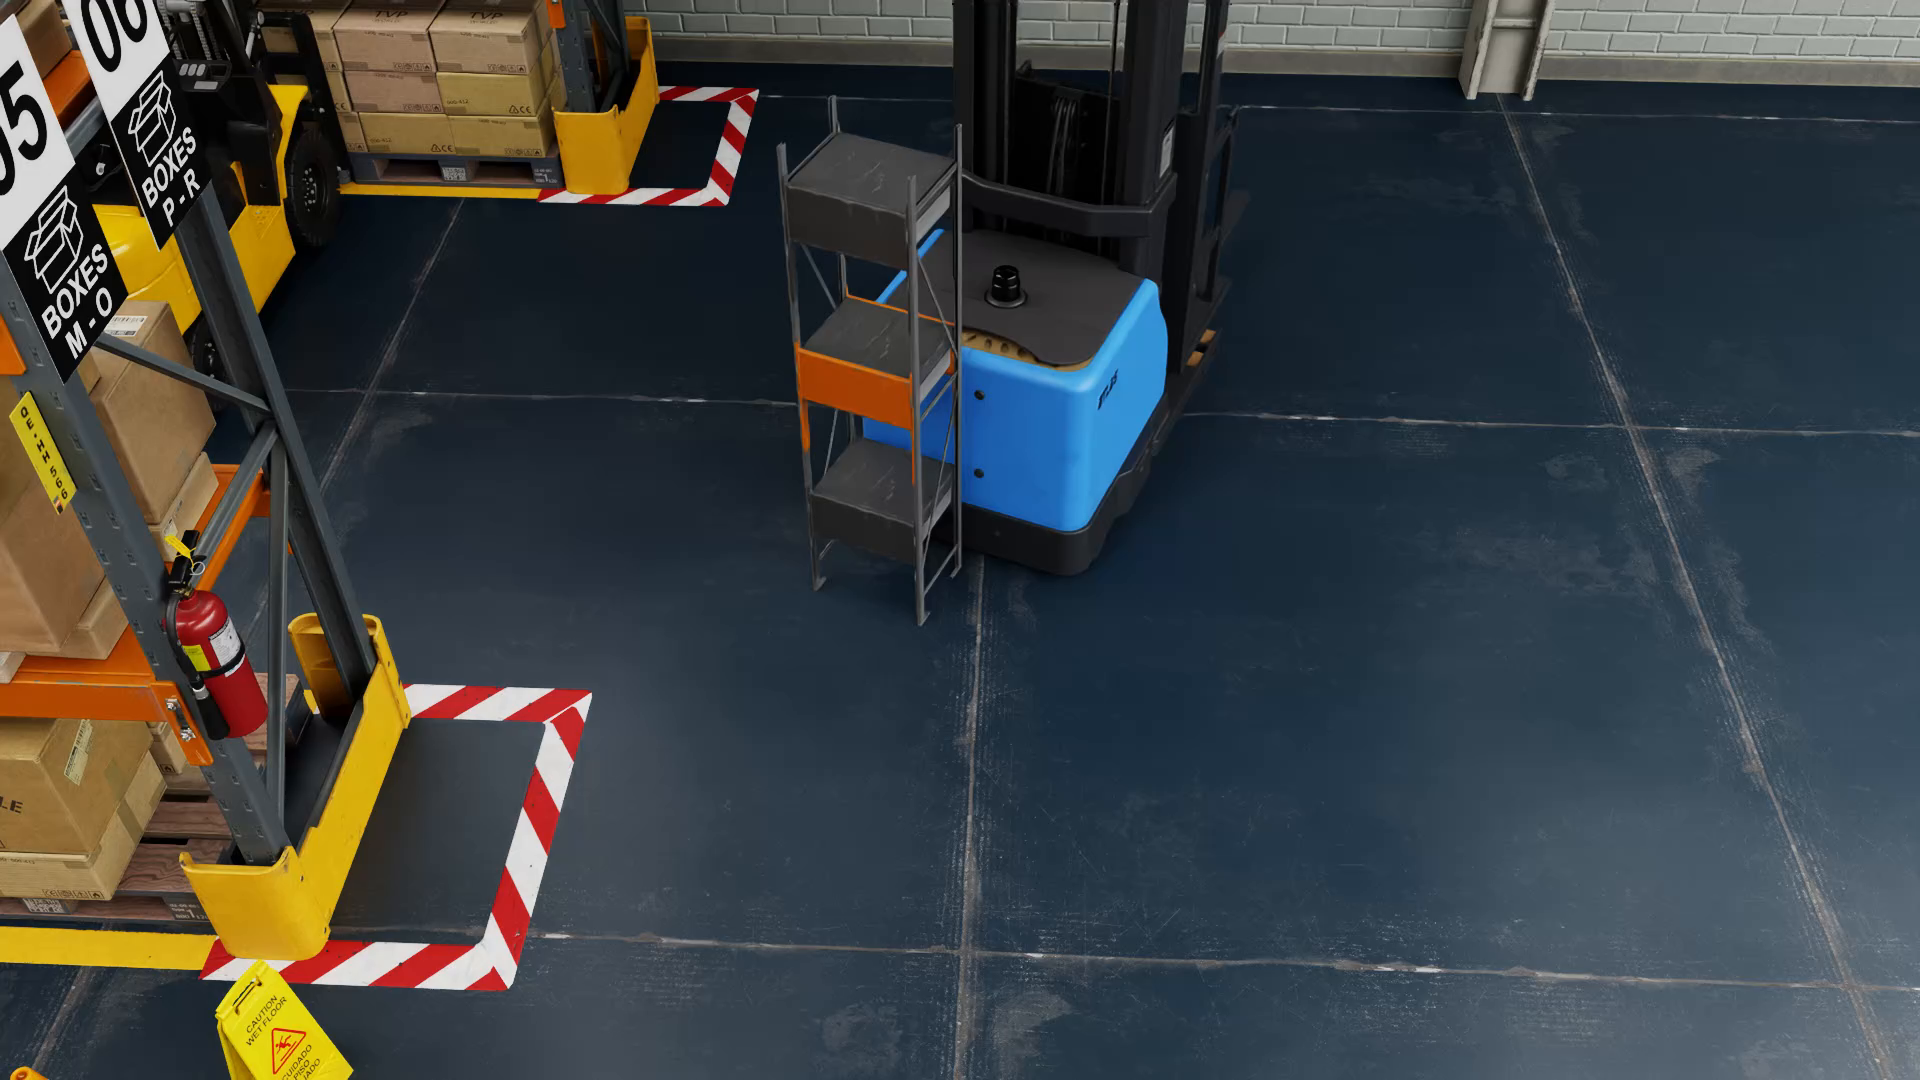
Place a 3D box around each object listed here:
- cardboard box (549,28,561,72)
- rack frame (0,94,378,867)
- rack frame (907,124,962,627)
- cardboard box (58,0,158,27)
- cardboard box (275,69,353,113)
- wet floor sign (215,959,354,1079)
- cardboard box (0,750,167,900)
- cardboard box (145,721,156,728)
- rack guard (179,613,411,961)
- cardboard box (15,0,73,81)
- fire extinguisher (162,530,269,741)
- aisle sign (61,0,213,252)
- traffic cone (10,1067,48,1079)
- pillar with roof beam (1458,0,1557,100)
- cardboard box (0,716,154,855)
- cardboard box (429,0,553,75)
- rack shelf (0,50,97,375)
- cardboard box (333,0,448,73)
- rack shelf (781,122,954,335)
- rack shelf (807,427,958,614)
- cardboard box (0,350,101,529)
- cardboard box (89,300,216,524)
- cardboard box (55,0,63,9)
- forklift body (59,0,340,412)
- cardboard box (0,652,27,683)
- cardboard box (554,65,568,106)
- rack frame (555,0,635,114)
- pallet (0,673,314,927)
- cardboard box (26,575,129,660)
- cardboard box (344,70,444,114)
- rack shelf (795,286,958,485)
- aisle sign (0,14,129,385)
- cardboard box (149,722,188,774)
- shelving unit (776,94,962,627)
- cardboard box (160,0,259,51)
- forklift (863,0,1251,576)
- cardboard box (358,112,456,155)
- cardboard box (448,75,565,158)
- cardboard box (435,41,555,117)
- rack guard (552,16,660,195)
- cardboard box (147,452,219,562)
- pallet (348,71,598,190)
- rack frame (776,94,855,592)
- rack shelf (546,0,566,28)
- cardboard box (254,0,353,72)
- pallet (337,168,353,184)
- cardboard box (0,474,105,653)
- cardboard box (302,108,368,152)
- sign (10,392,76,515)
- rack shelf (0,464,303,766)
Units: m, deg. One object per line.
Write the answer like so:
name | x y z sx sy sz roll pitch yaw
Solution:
cardboard box | -2.509 -2.921 9.527 0.500 0.250 0.500 2 43 3
rack frame | -2.268 -0.054 5.108 0.127 3.000 1.000 2 43 2
rack frame | -0.084 -0.534 6.283 0.015 2.100 0.400 18 46 18
cardboard box | -4.567 -2.812 9.044 0.500 0.250 0.500 3 43 3
cardboard box | -3.566 -2.591 9.173 0.500 0.250 0.500 1 43 1
wet floor sign | -2.127 1.542 5.122 0.232 0.644 0.267 16 45 16
cardboard box | -3.112 0.956 5.733 0.500 0.250 0.500 2 43 2
cardboard box | -3.086 0.310 5.875 0.500 0.500 0.500 0 43 0
rack guard | -2.344 0.858 5.962 0.348 0.500 1.175 2 43 2
cardboard box | -2.585 -1.291 4.419 0.250 0.149 0.380 2 43 2
fire extinguisher | -2.175 0.291 4.793 0.183 0.674 0.296 2 43 2
aisle sign | -2.193 -1.215 4.446 0.004 0.787 0.394 2 43 2
traffic cone | -2.756 1.739 5.044 0.334 0.463 0.336 2 43 2
pillar with roof beam | 3.096 -3.149 4.028 0.400 9.000 9.100 2 43 2
cardboard box | -3.081 0.677 5.482 0.500 0.500 0.500 2 43 2
cardboard box | -2.523 -2.750 8.976 0.500 0.250 0.500 3 43 3
rack shelf | -4.266 -0.950 4.396 4.000 0.370 1.077 2 43 2
cardboard box | -3.033 -2.761 8.989 0.500 0.250 0.500 2 43 3
rack shelf | -0.305 -1.106 5.890 0.480 0.518 0.431 18 46 18
rack shelf | -0.305 -0.082 6.845 0.480 0.518 0.431 18 46 18
cardboard box | -2.789 -0.433 4.489 0.500 0.500 0.700 1 43 1
cardboard box | -2.729 -0.403 5.191 0.500 0.500 0.500 1 43 1
cardboard box | -5.065 -2.819 9.052 0.500 0.250 0.500 2 43 2
forklift body | -4.025 -1.940 7.754 1.214 2.155 2.313 2 43 2
cardboard box | -2.910 0.240 4.976 0.250 0.149 0.380 1 43 1
cardboard box | -2.530 -2.730 9.689 0.500 0.250 0.500 2 43 2
rack frame | -2.049 -3.434 8.736 0.127 3.000 1.000 2 43 2
pallet | -3.154 0.915 6.113 1.213 0.211 1.003 2 43 2
cardboard box | -2.652 0.172 5.049 0.250 0.149 0.380 3 43 3
cardboard box | -3.049 -2.590 9.172 0.500 0.250 0.500 1 43 1
rack shelf | -0.305 -0.594 6.367 0.480 0.518 0.431 18 46 18
aisle sign | -2.220 -0.806 4.008 0.004 0.787 0.394 2 43 2
cardboard box | -3.062 0.585 6.130 0.500 0.250 0.500 1 43 2
shelving unit | -0.305 -0.604 6.358 0.503 2.100 0.431 18 46 18
cardboard box | -4.043 -2.791 9.021 0.500 0.250 0.500 1 43 1
forklift | 0.637 -1.933 7.175 1.130 2.935 3.031 17 46 17
cardboard box | -3.029 -2.403 9.338 0.500 0.250 0.500 2 43 2
cardboard box | -2.532 -2.381 9.315 0.500 0.250 0.500 2 43 2
cardboard box | -2.549 -2.567 9.147 0.500 0.250 0.500 1 43 1
rack guard | -2.025 -2.519 9.587 0.348 0.500 1.175 2 43 2
cardboard box | -2.598 -0.114 5.356 0.250 0.149 0.380 2 43 2
pallet | -2.814 -2.409 9.681 1.213 0.211 1.003 2 43 2
rack frame | -0.527 -0.674 6.433 0.015 2.100 0.400 18 46 18
rack shelf | -4.047 -3.233 9.047 4.000 0.370 1.077 2 43 2
cardboard box | -3.538 -2.770 8.998 0.500 0.250 0.500 2 43 2
pallet | -4.030 -2.448 9.723 1.213 0.211 1.003 2 43 2
cardboard box | -2.823 -0.029 4.789 0.500 0.500 0.500 1 43 1
cardboard box | -3.528 -2.424 9.361 0.500 0.250 0.500 2 43 2
sign | -2.313 -0.216 4.200 0.005 0.325 0.100 2 43 2
rack shelf | -4.266 0.148 5.419 4.000 0.370 1.077 2 43 2
